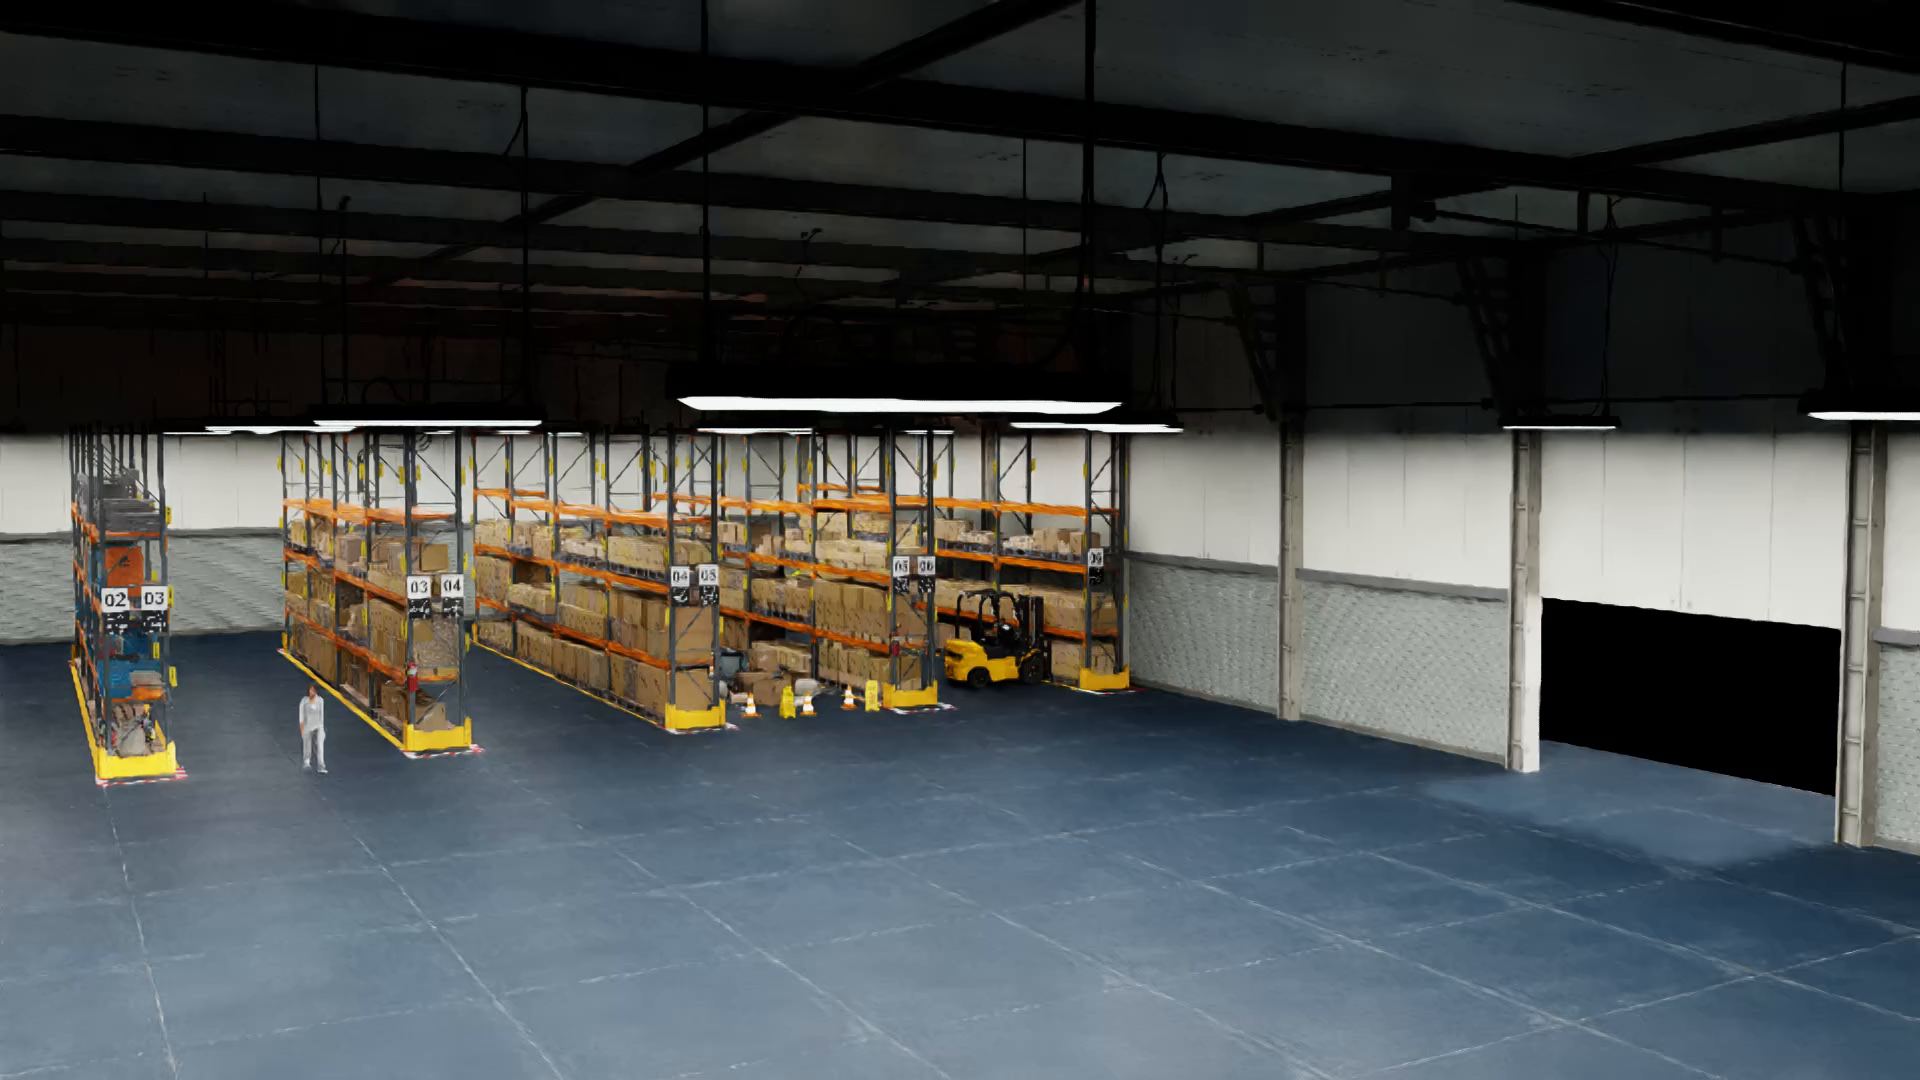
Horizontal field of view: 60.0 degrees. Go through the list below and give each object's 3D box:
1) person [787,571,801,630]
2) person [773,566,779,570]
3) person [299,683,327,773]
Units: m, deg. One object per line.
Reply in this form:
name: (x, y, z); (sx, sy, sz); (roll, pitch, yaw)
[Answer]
person: (-4.807, 1.797, 49.049); (0.583, 1.763, 0.694); (-1, 4, -22)
person: (-5.712, 1.648, 52.491); (0.592, 1.653, 0.390); (2, 4, 31)
person: (-11.074, 3.193, 28.410); (0.417, 1.517, 1.036); (-2, 4, -27)
